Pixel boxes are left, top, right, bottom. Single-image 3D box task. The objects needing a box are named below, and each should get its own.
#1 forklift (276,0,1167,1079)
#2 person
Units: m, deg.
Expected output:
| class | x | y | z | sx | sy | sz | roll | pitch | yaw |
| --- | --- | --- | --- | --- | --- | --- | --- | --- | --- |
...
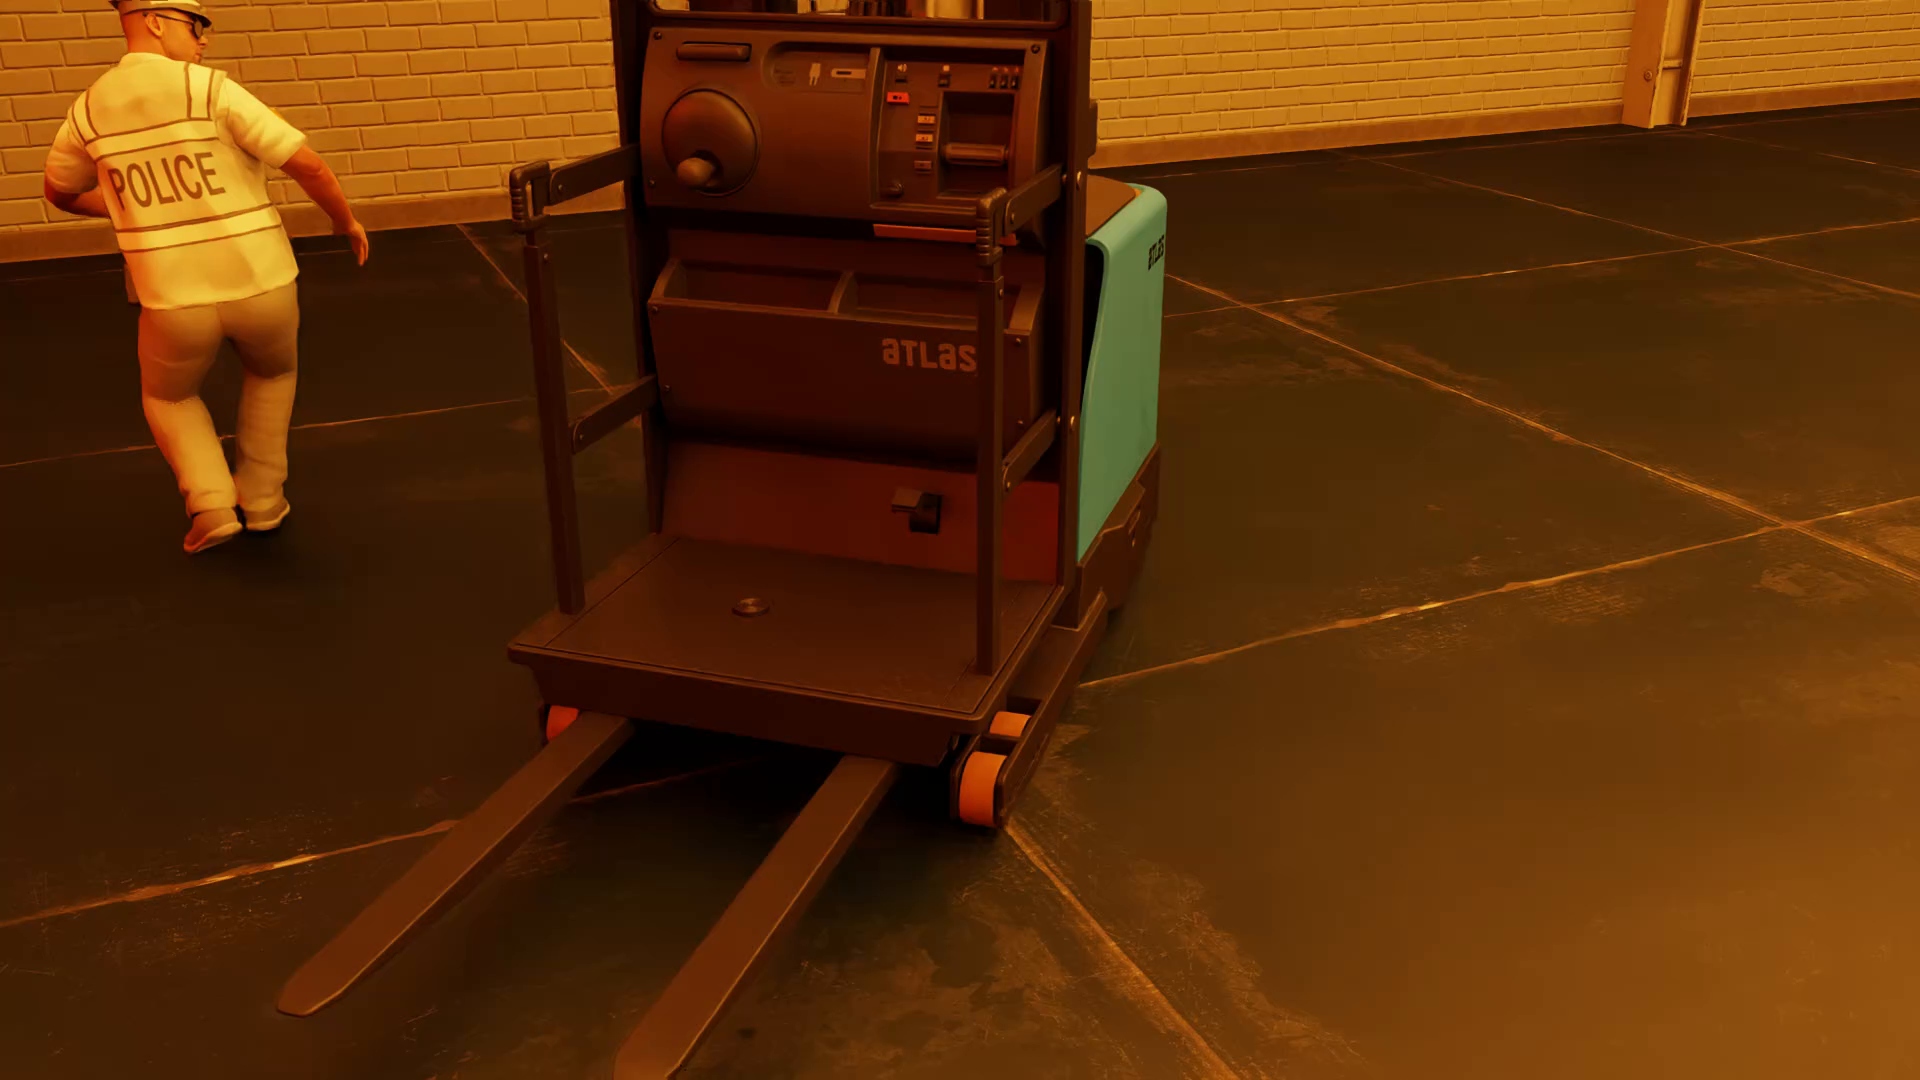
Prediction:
| class | x | y | z | sx | sy | sz | roll | pitch | yaw |
| --- | --- | --- | --- | --- | --- | --- | --- | --- | --- |
| forklift | -0.331 | -0.901 | 3.455 | 1.130 | 2.935 | 3.031 | 7 | 24 | 16 |
| person | -2.182 | -0.806 | 4.896 | 0.843 | 1.654 | 0.789 | -7 | 24 | -16 |
